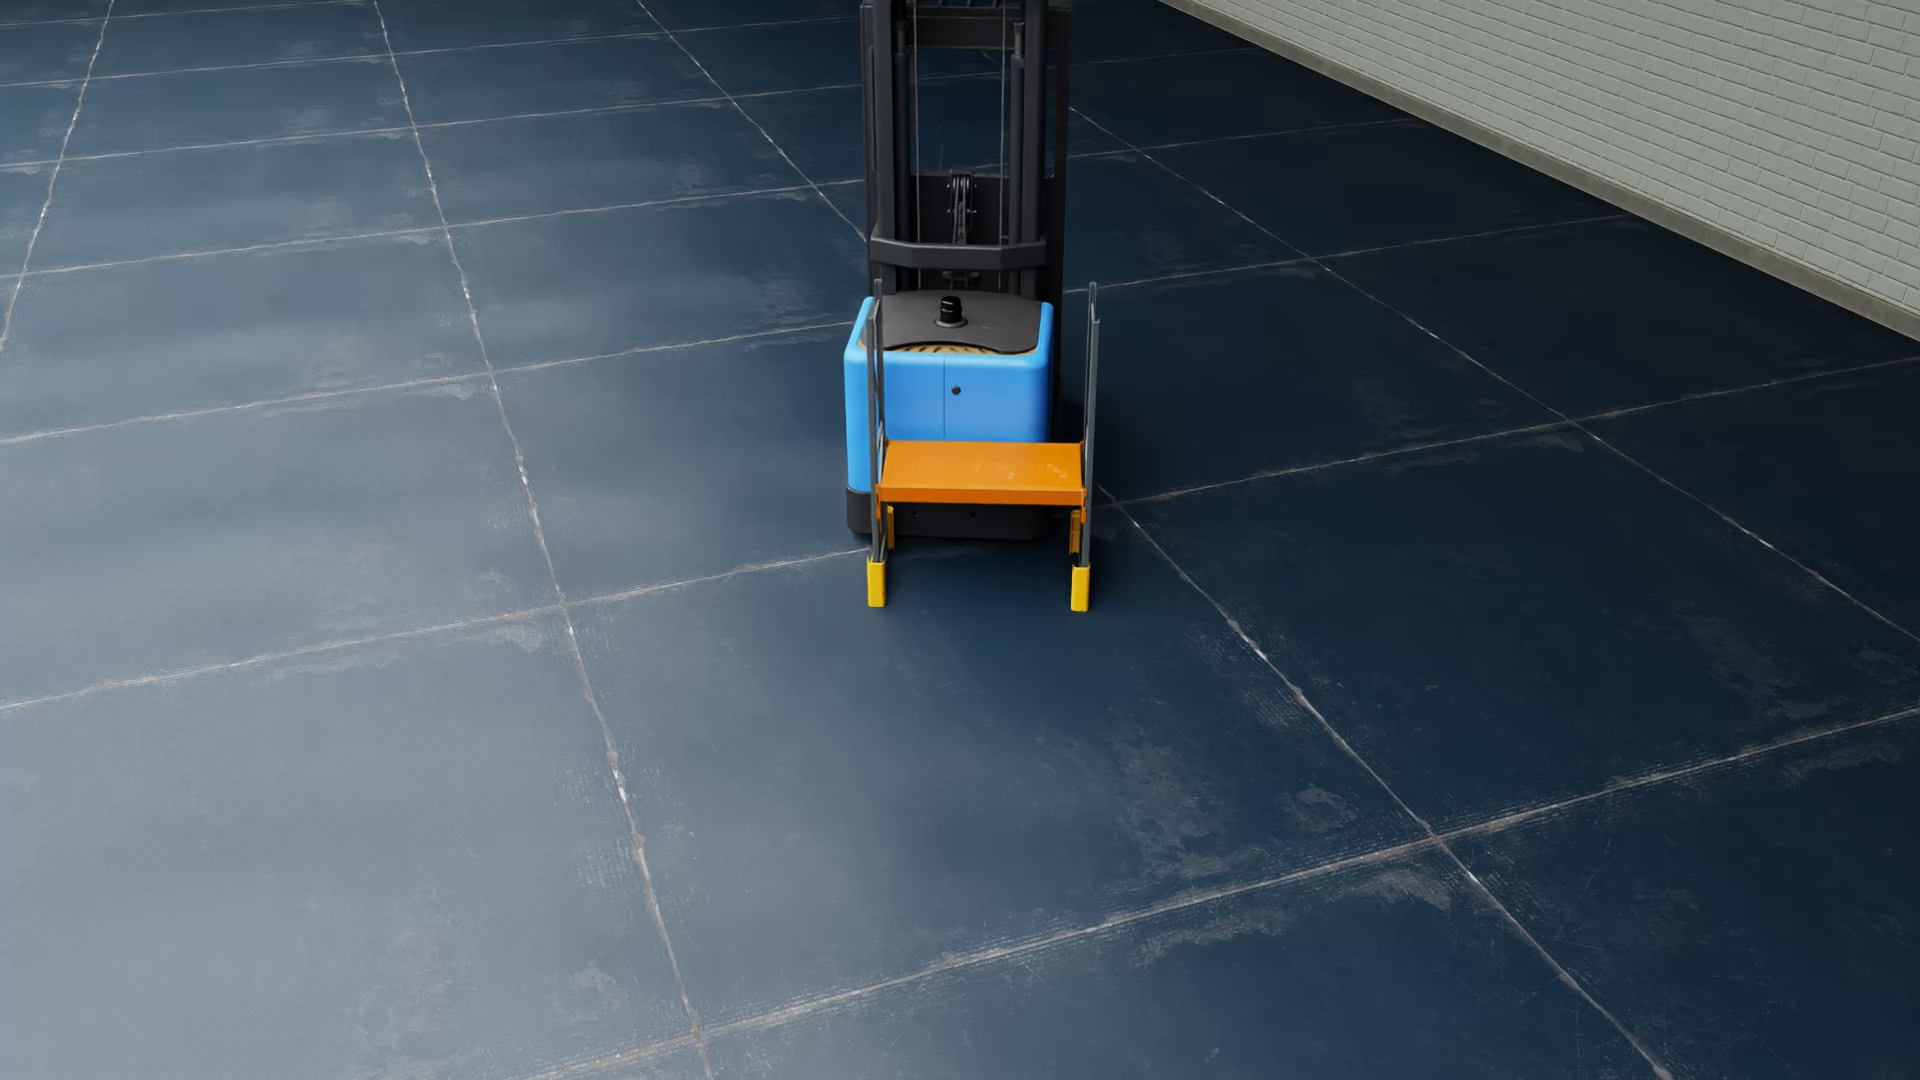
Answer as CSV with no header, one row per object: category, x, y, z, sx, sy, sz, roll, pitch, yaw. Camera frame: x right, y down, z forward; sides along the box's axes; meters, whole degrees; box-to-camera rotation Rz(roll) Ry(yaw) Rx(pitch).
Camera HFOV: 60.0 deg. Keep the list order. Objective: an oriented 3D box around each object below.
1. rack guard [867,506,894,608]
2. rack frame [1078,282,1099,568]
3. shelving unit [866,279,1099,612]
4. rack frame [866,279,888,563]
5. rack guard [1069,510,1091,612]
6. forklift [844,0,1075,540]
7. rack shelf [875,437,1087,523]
rack guard,-0.397,0.078,8.360,0.087,0.250,0.587,1,30,2
rack frame,0.618,-0.443,8.013,0.032,1.500,0.500,1,30,2
shelving unit,0.101,-0.454,8.032,1.083,1.500,0.587,1,30,2
rack frame,-0.398,-0.465,8.050,0.032,1.500,0.500,1,30,2
rack guard,0.598,0.099,8.323,0.087,0.250,0.587,1,30,2
forklift,0.051,-1.973,9.253,1.130,2.935,3.031,2,30,4
rack shelf,0.110,-0.298,8.121,1.000,0.185,0.538,1,30,2
